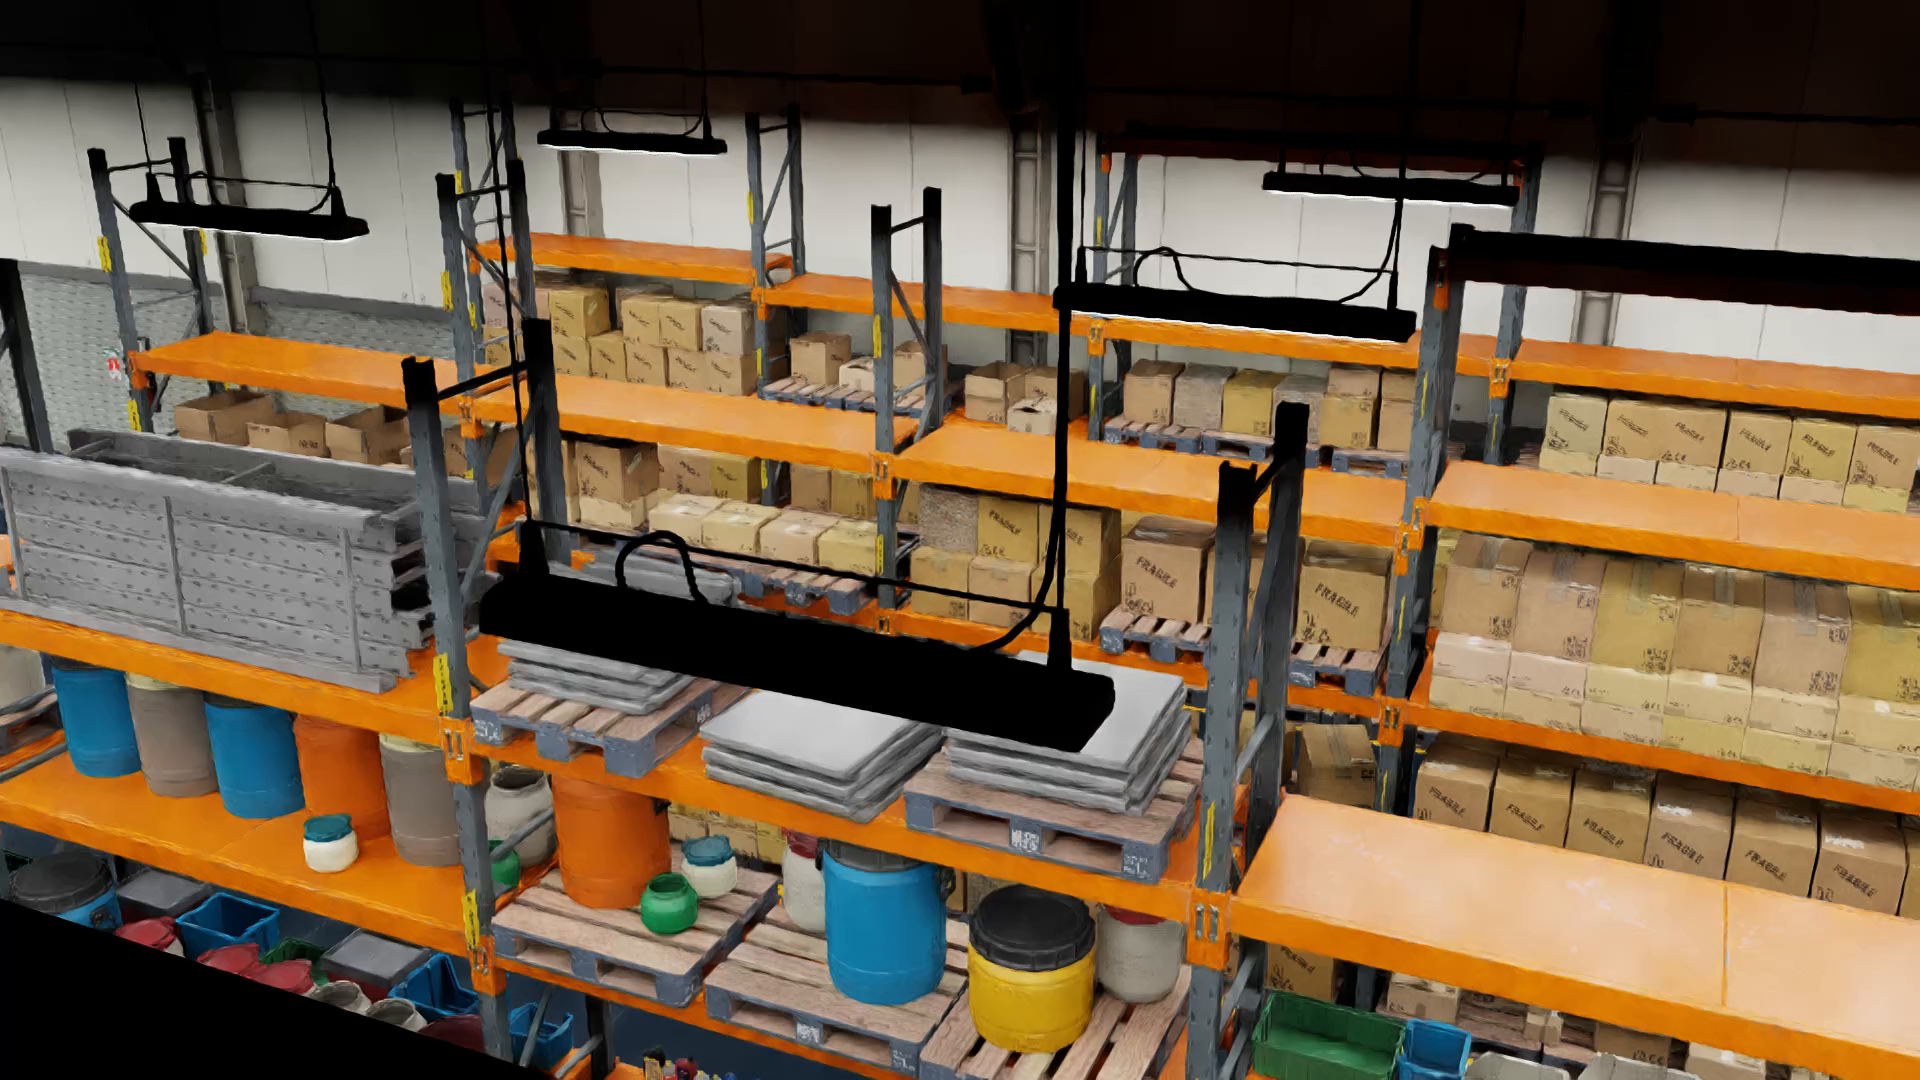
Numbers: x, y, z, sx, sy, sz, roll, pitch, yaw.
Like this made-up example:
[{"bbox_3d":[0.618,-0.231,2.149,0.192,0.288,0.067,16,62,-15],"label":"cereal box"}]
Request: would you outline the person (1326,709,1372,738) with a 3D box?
[{"bbox_3d":[3.831,1.561,16.111,0.586,1.680,0.366,3,21,7],"label":"person"}]
